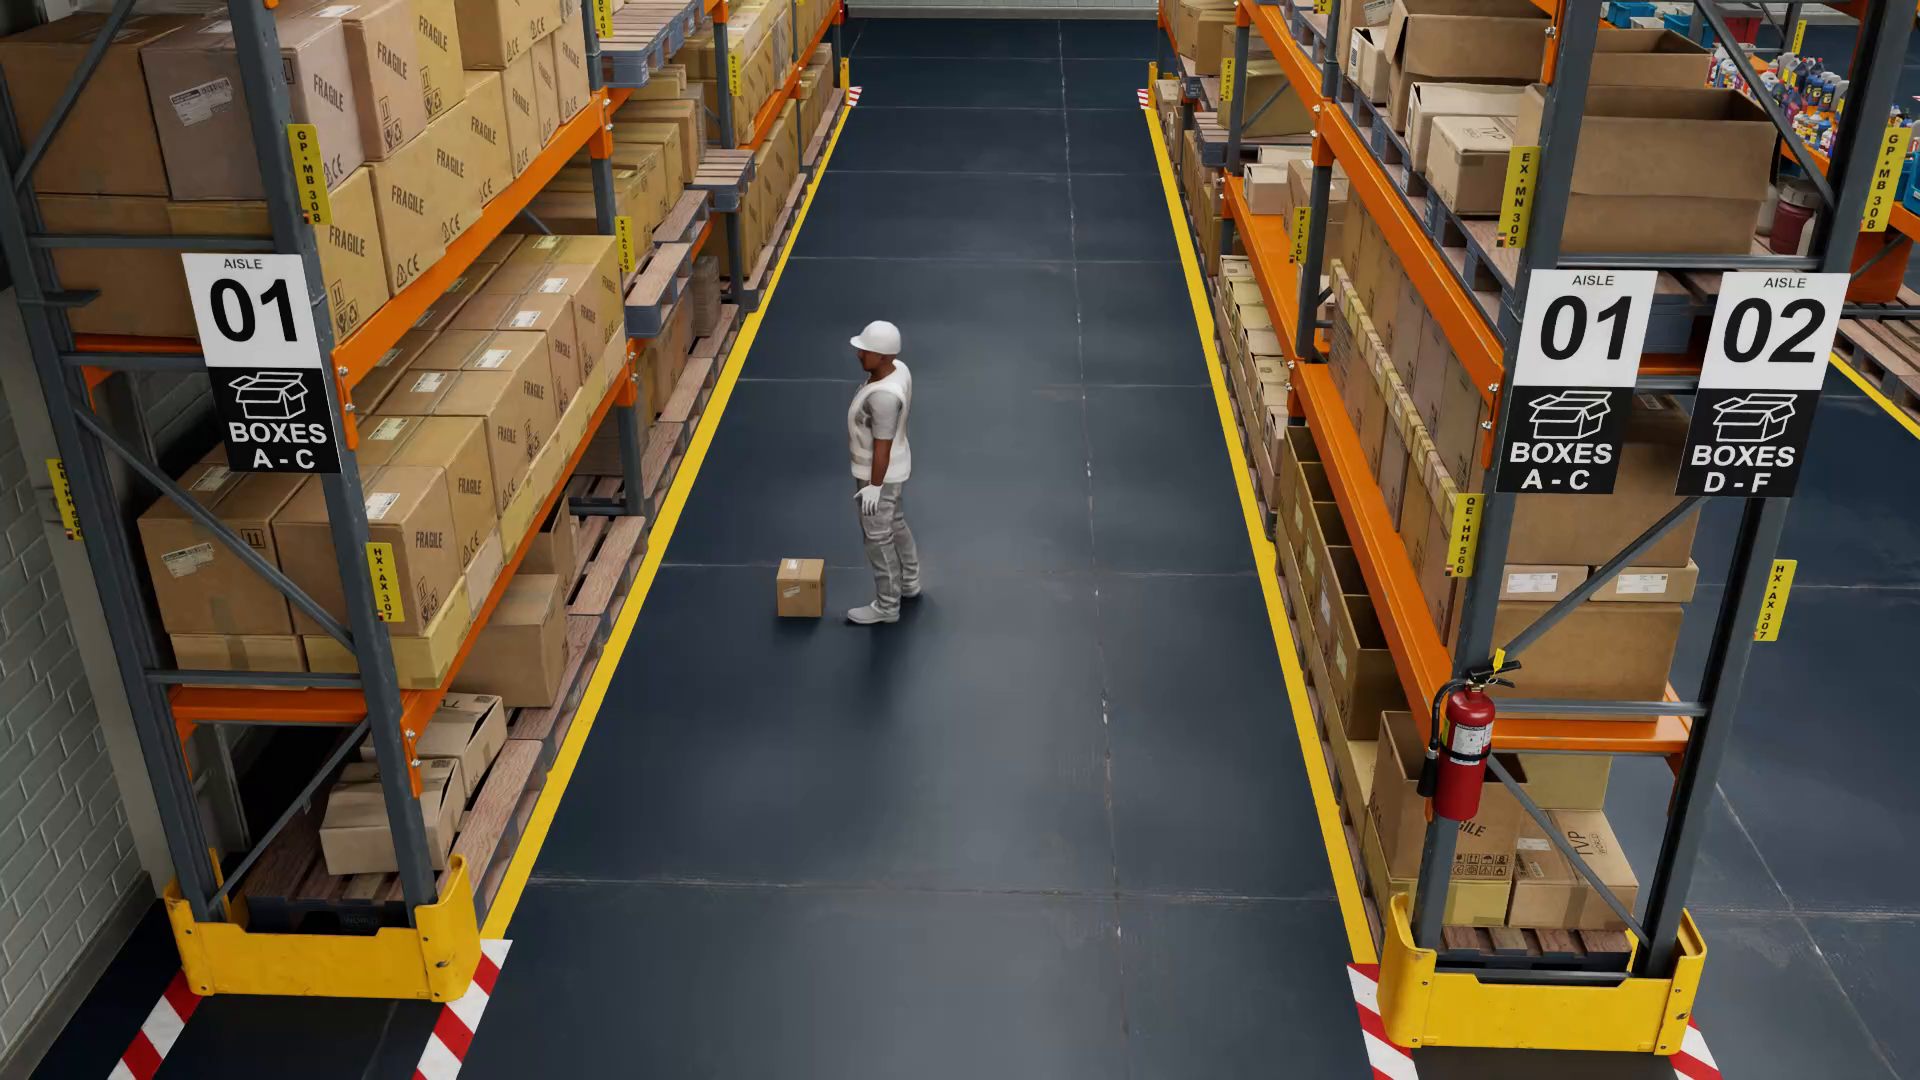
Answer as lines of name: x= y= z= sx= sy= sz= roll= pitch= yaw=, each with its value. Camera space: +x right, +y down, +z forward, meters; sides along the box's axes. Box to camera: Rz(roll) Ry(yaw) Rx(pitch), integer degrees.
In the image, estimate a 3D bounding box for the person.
person: x=-0.446 y=-0.365 z=9.342 sx=0.408 sy=1.837 sz=0.588 roll=1 pitch=28 yaw=3
